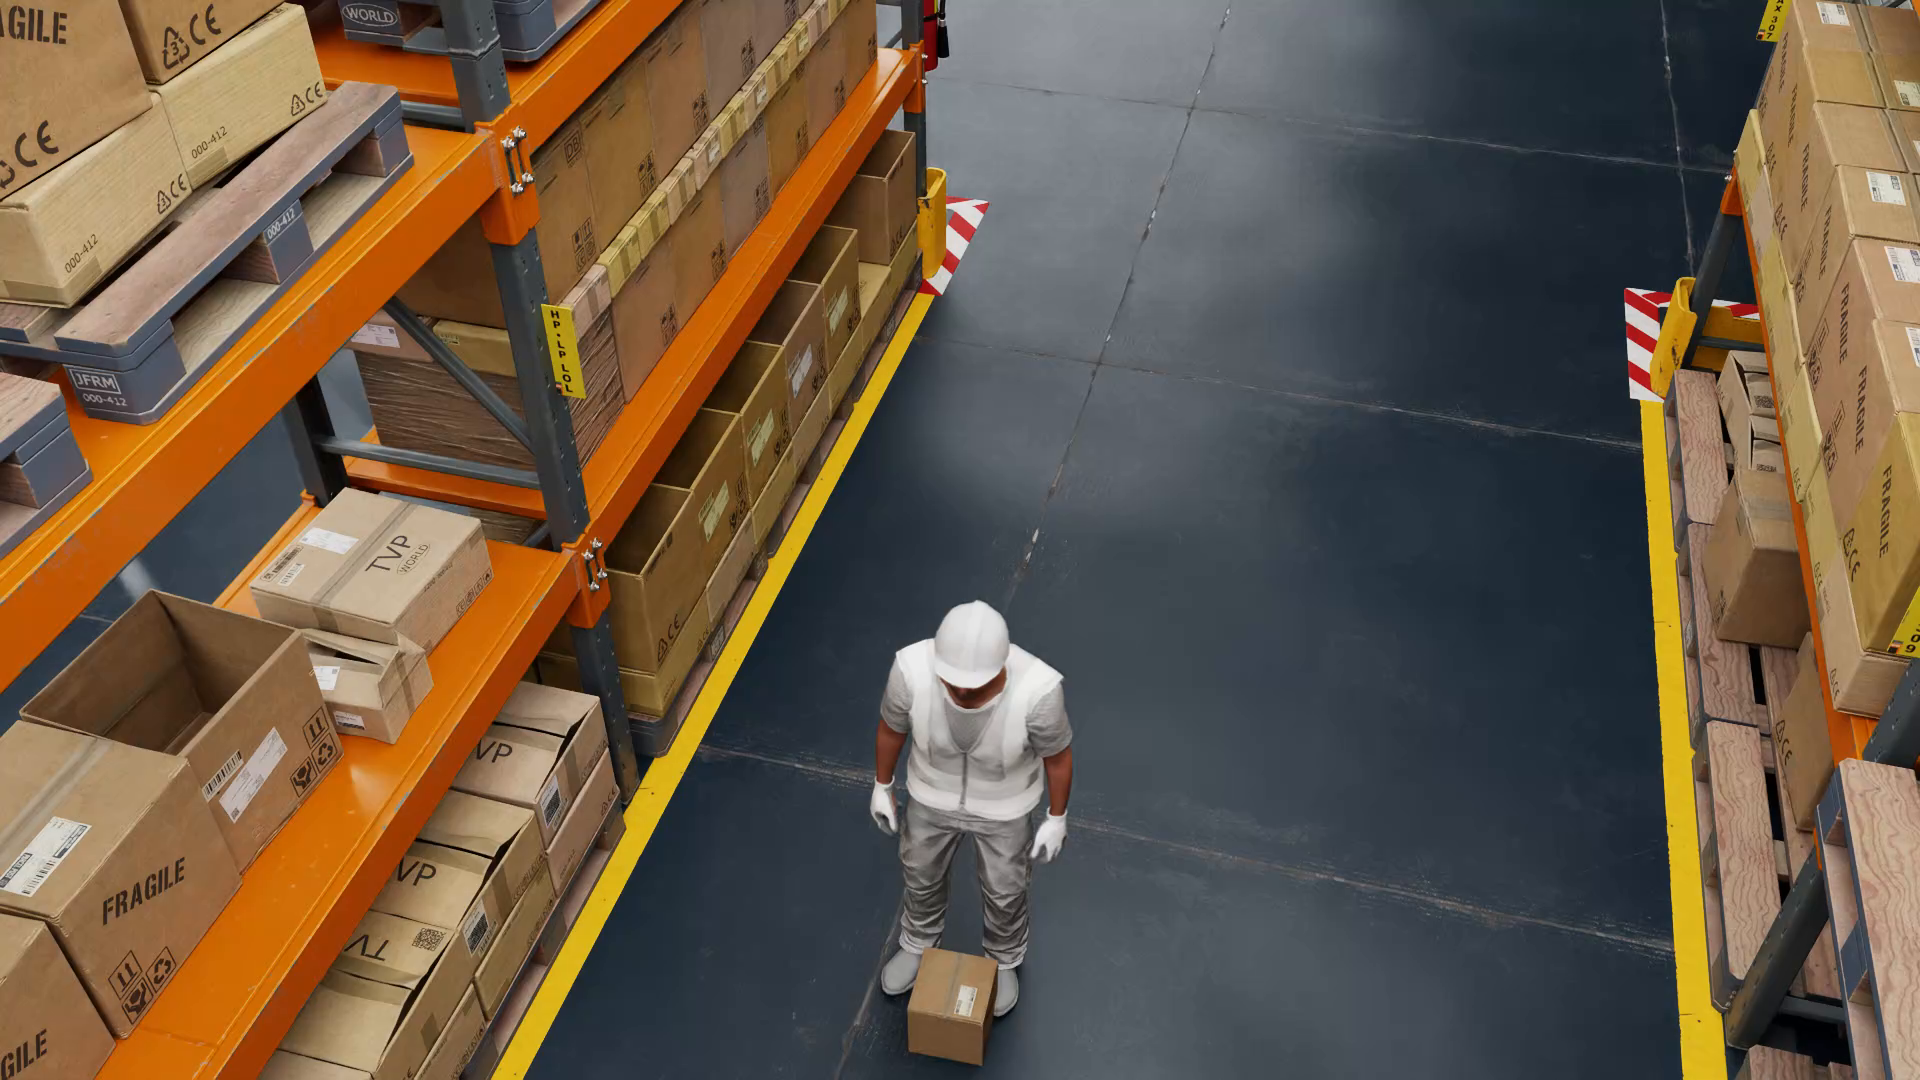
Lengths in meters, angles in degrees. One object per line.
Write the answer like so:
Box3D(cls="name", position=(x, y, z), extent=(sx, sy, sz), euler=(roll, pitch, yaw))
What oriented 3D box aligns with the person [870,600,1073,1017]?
Box3D(cls="person", position=(0.030, 0.825, 5.189), extent=(0.629, 1.774, 0.453), euler=(9, 41, 10))
